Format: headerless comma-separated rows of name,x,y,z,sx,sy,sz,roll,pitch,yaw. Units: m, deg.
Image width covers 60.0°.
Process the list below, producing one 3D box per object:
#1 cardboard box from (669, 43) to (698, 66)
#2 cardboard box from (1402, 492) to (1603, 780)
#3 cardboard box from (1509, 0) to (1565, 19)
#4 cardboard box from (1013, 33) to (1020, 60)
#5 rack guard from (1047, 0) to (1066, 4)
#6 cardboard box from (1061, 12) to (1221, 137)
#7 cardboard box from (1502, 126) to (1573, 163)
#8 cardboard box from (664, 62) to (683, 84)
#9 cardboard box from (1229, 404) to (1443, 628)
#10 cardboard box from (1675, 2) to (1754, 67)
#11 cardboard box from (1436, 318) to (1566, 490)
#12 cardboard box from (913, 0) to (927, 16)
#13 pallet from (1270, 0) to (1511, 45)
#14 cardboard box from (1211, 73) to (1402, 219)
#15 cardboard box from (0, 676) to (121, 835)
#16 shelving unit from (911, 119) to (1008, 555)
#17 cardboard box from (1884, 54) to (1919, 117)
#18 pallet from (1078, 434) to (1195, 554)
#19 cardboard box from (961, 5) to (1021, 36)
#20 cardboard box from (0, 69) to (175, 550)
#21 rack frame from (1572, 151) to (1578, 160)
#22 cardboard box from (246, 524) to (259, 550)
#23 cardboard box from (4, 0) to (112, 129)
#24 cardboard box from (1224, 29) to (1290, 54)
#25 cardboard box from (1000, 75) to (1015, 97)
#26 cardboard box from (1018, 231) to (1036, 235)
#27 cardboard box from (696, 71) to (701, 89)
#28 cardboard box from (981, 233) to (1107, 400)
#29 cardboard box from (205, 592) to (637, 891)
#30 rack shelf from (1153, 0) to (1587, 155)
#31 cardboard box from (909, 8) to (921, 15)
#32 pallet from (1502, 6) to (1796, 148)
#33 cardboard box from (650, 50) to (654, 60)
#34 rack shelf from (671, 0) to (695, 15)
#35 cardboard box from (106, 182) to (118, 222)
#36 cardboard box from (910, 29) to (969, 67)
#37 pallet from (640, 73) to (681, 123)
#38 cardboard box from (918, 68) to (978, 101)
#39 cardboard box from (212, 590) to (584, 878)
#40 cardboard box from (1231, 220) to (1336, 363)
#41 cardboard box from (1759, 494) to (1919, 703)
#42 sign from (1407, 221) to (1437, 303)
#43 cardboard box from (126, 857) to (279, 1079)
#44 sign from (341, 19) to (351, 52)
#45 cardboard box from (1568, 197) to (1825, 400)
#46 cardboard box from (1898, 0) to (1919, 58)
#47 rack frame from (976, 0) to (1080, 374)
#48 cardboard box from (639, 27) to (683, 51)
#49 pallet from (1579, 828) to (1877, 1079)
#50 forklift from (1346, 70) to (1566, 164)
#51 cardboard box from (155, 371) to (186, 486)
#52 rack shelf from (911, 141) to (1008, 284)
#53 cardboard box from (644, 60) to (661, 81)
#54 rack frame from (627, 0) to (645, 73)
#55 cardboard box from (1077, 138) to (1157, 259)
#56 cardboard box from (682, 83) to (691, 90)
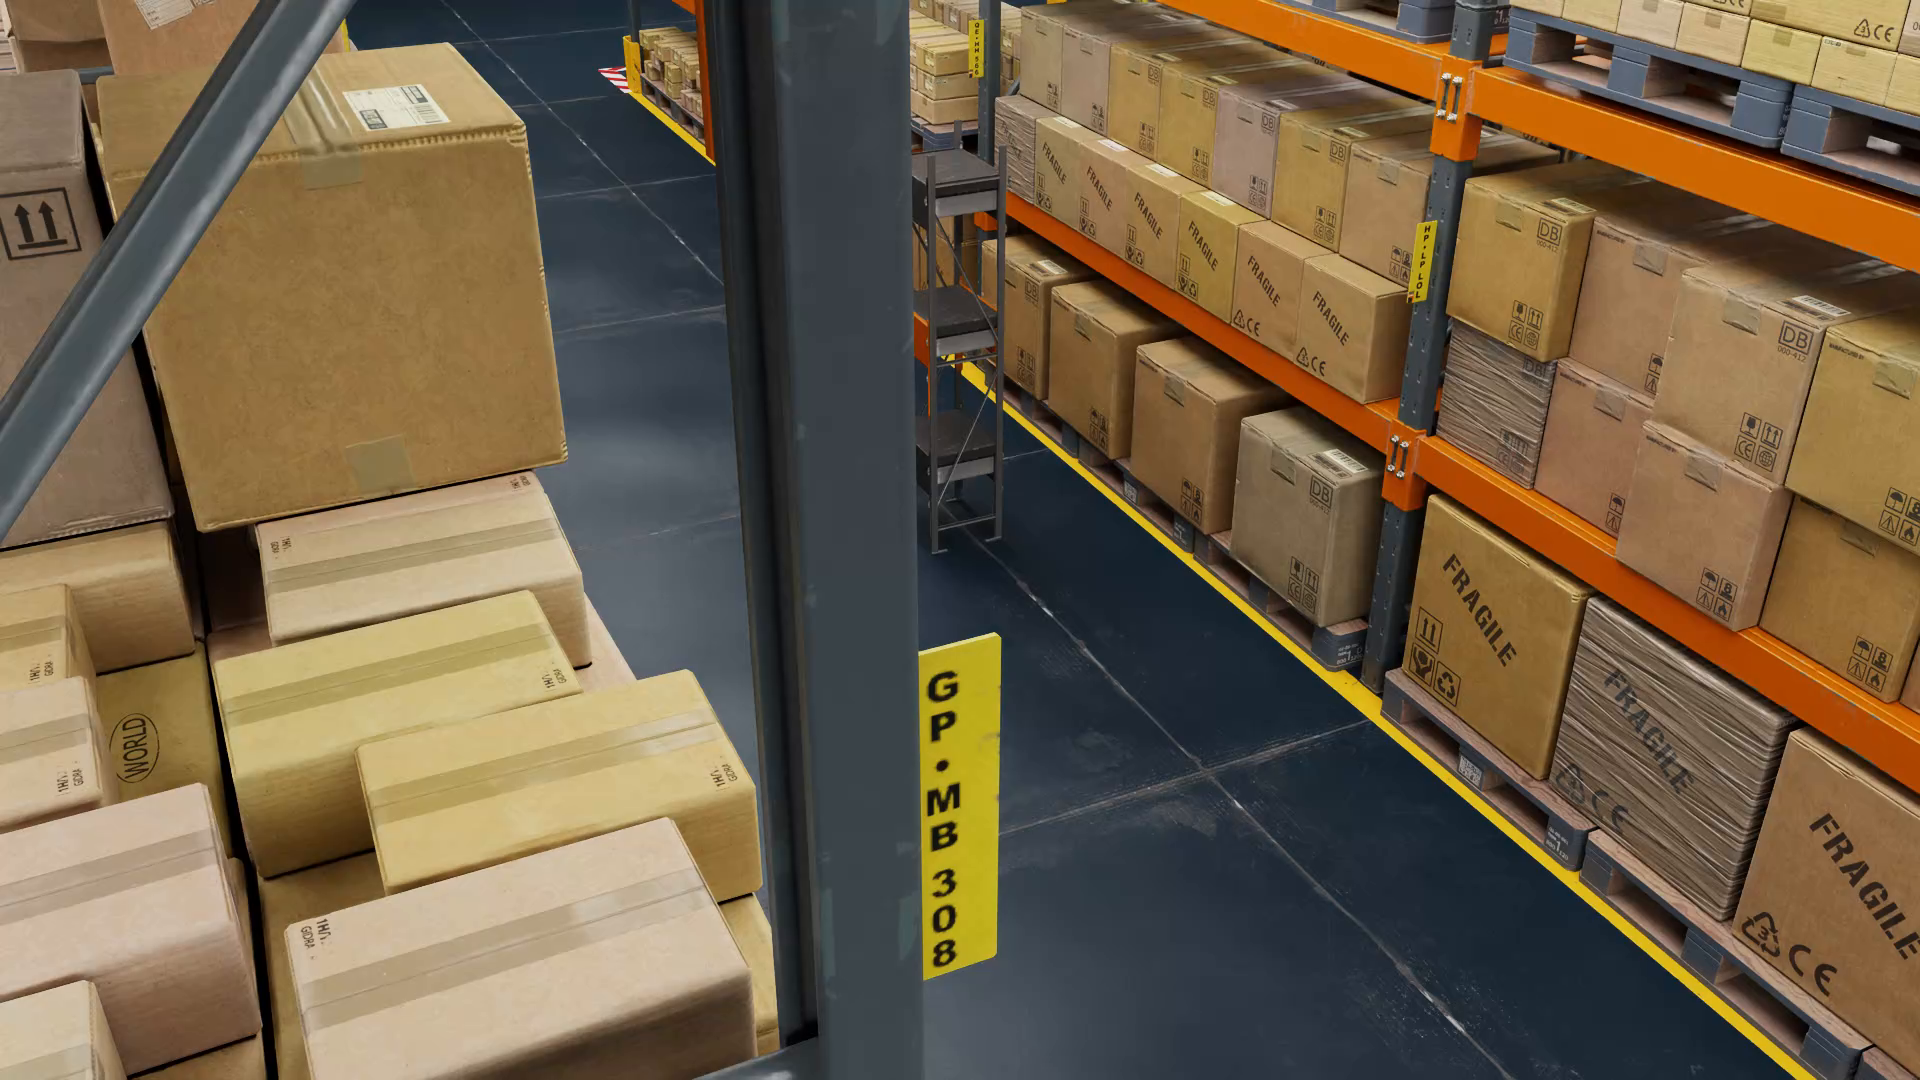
cardboard box,-2.532,-4.607,15.777,0.380,0.149,0.250,-15,32,-24
cardboard box,2.508,0.299,6.893,0.875,0.875,0.875,-13,32,-21
cardboard box,2.150,-1.931,5.784,0.380,0.149,0.250,-14,32,-23
cardboard box,0.558,-3.084,10.402,0.380,0.149,0.250,-13,32,-22
rack guard,1.566,-6.042,19.014,1.175,0.500,0.348,-13,32,-22
cardboard box,0.986,-2.560,9.125,0.700,0.500,0.500,-14,32,-23
cardboard box,4.790,-3.167,13.074,0.875,0.875,0.875,-13,32,-22
cardboard box,-2.594,-4.464,15.825,0.380,0.149,0.250,-12,31,-20
cardboard box,1.953,-0.194,7.901,1.050,0.750,0.750,-13,32,-22
cardboard box,2.476,-1.595,5.187,0.380,0.149,0.250,-14,32,-23
cardboard box,2.470,-0.642,6.675,0.875,0.550,0.550,-13,32,-22
cardboard box,-0.109,-3.773,11.631,0.380,0.149,0.250,-14,32,-23
pallet,1.863,-2.357,7.015,0.805,0.209,1.217,-14,32,-24
cardboard box,1.643,-1.885,7.920,0.700,0.500,0.500,-13,32,-22
cardboard box,-1.128,0.315,1.800,0.380,0.149,0.250,-15,32,-24
shelving unit,-0.071,-0.989,8.367,0.431,2.100,0.503,-13,32,-22
cardboard box,2.803,-1.259,4.586,0.380,0.149,0.250,-13,32,-21
pallet,1.374,-0.386,9.222,1.003,0.211,1.213,-13,32,-22
cardboard box,0.228,-3.427,11.013,0.380,0.149,0.250,-14,32,-24
cardboard box,-1.399,-0.305,2.242,0.500,0.500,0.500,-13,32,-22
rack frame,5.011,-3.588,12.082,1.000,3.000,0.127,-13,32,-22
cardboard box,-0.942,-0.142,2.615,0.380,0.149,0.250,-15,32,-24
cardboard box,-2.334,-1.505,4.766,0.797,0.503,0.637,-15,32,-24
cardboard box,3.121,-4.721,16.292,0.875,0.438,0.875,-14,32,-23
cardboard box,0.459,-2.936,10.747,0.380,0.149,0.250,-11,31,-20
cardboard box,0.510,-1.963,11.310,0.500,0.500,0.500,-15,32,-24
cardboard box,-2.148,-4.133,14.932,0.380,0.149,0.250,-14,32,-24
cardboard box,0.764,-1.418,10.083,1.050,0.750,0.750,-14,32,-23
cardboard box,-0.705,0.290,2.252,0.500,0.250,0.500,-14,32,-23
rack shelf,1.442,-2.615,8.016,1.077,0.370,4.000,-13,32,-22
cardboard box,-0.475,-3.409,10.983,0.380,0.149,0.250,-13,32,-22
pallet,2.643,-1.643,5.637,1.003,0.211,1.213,-13,32,-22
cardboard box,-2.858,-4.822,16.464,0.380,0.149,0.250,-12,31,-20
rack shelf,-1.992,-4.841,15.051,1.077,0.370,4.000,-13,32,-22
cardboard box,-1.943,-0.622,3.471,0.380,0.149,0.250,-12,31,-21
cardboard box,-0.146,-3.069,10.375,0.380,0.149,0.250,-13,32,-23
pallet,-2.501,-4.422,16.420,1.003,0.211,1.213,-13,32,-22
cardboard box,-0.040,-2.830,10.253,0.380,0.149,0.250,-12,32,-21
cardboard box,-0.658,0.219,1.971,0.380,0.149,0.250,-14,32,-23
cardboard box,1.619,-1.178,7.682,0.500,0.500,0.500,-13,32,-23
cardboard box,3.170,0.072,5.401,0.875,0.550,0.500,-13,32,-22
sign,1.815,-1.089,6.523,0.100,0.325,0.005,-13,32,-22
cardboard box,-0.941,0.624,1.657,0.500,0.250,0.500,-12,32,-21
sign,-1.735,-1.392,4.569,0.100,0.325,0.005,-13,32,-22
cardboard box,2.769,-0.885,6.004,0.875,0.550,0.550,-13,32,-22
cardboard box,2.911,-1.393,4.418,0.500,0.250,0.500,-13,32,-22
rack frame,0.584,-2.504,10.149,1.000,3.000,0.127,-13,32,-22
cardboard box,-2.933,-4.934,16.360,0.380,0.149,0.250,-15,32,-24
pallet,3.084,1.371,6.089,1.003,0.211,1.213,-13,32,-22
forklift,3.153,-2.521,10.249,1.130,2.935,3.031,-18,34,-28
cardboard box,-1.591,-0.045,2.850,0.500,0.250,0.500,-14,32,-23
rack shelf,-0.071,-1.588,8.031,0.431,0.518,0.480,-13,32,-22
cardboard box,-2.915,-4.679,16.513,0.380,0.149,0.250,-12,32,-21
rack frame,-2.851,-6.038,16.451,1.000,3.000,0.127,-13,32,-22
cardboard box,0.970,-1.846,8.873,0.500,0.500,0.500,-13,32,-22
cardboard box,-2.409,-4.244,15.737,0.380,0.149,0.250,-13,32,-22
